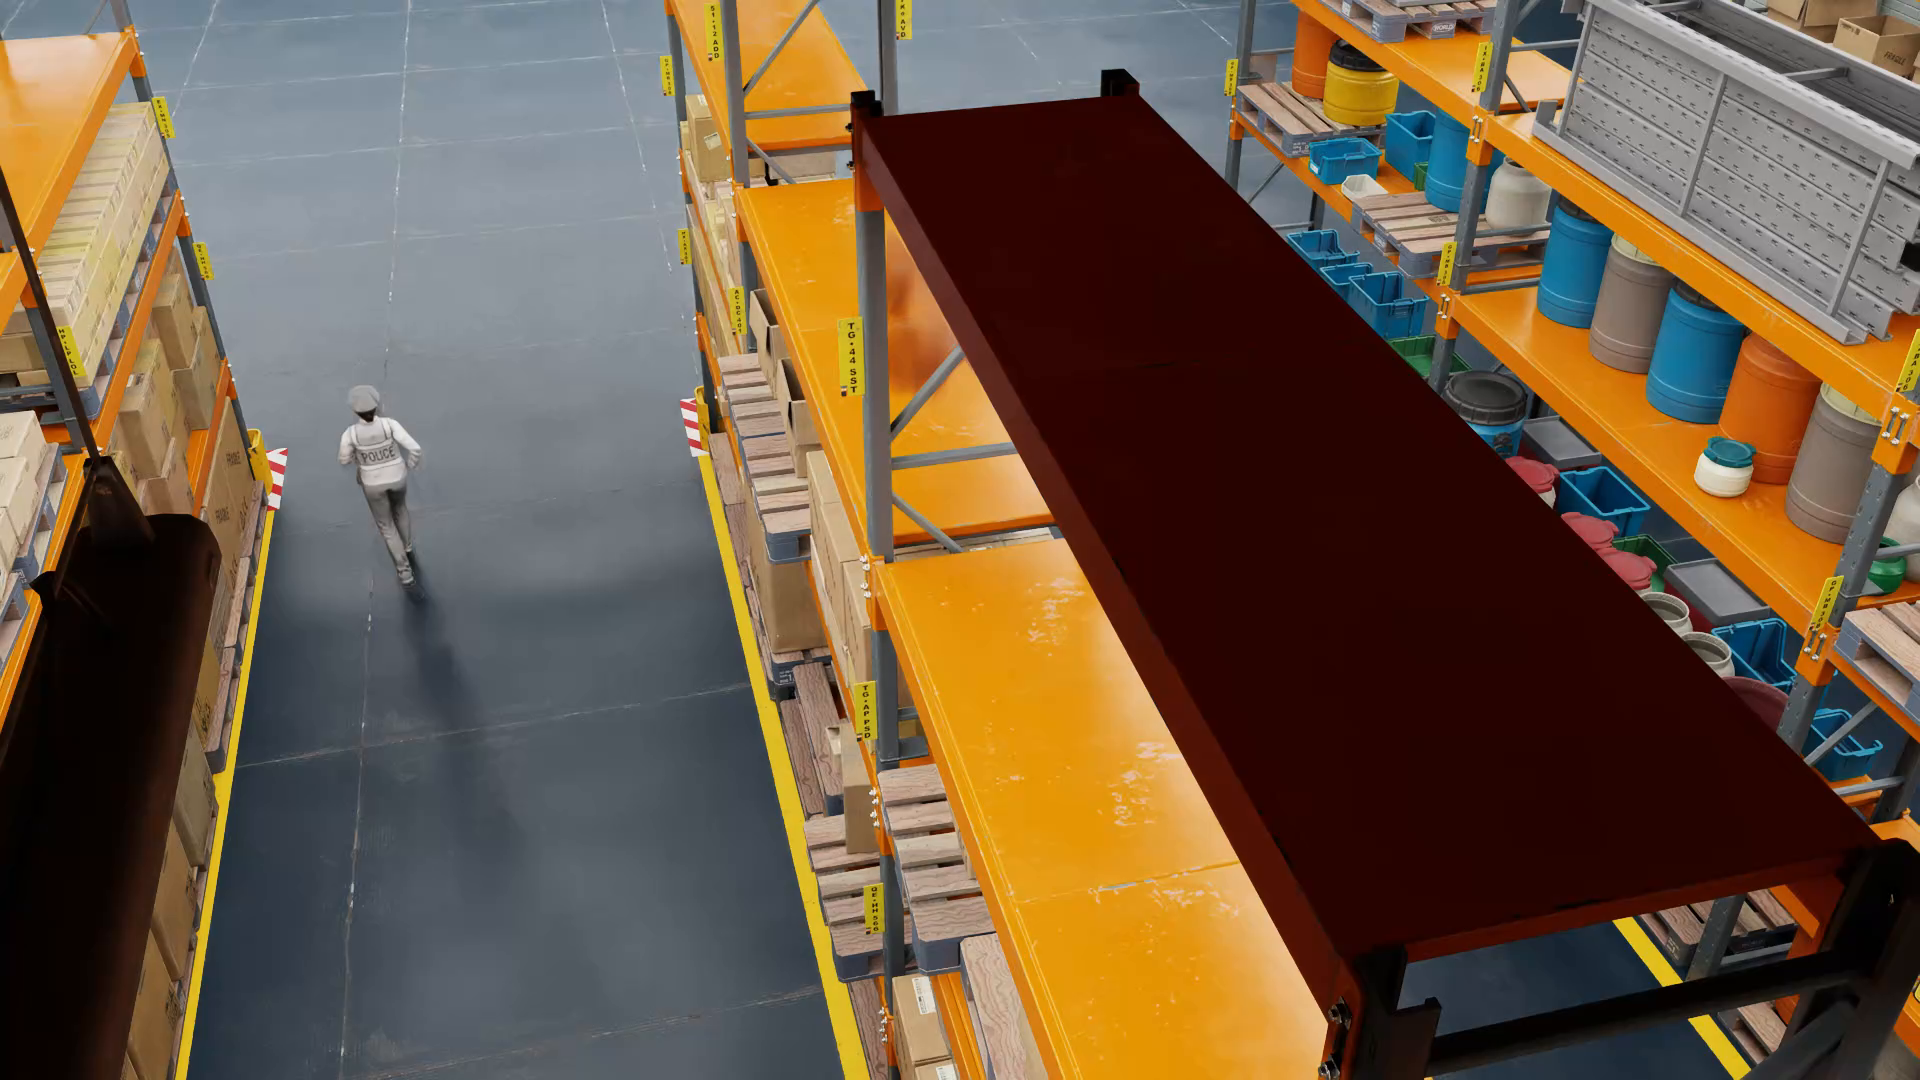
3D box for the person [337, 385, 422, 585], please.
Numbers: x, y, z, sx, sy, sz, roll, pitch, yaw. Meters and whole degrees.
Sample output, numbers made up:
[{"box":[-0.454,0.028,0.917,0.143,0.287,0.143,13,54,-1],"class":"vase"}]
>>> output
[{"box":[-4.581,-0.446,13.222,0.600,1.731,0.765,-19,39,-25],"class":"person"}]
